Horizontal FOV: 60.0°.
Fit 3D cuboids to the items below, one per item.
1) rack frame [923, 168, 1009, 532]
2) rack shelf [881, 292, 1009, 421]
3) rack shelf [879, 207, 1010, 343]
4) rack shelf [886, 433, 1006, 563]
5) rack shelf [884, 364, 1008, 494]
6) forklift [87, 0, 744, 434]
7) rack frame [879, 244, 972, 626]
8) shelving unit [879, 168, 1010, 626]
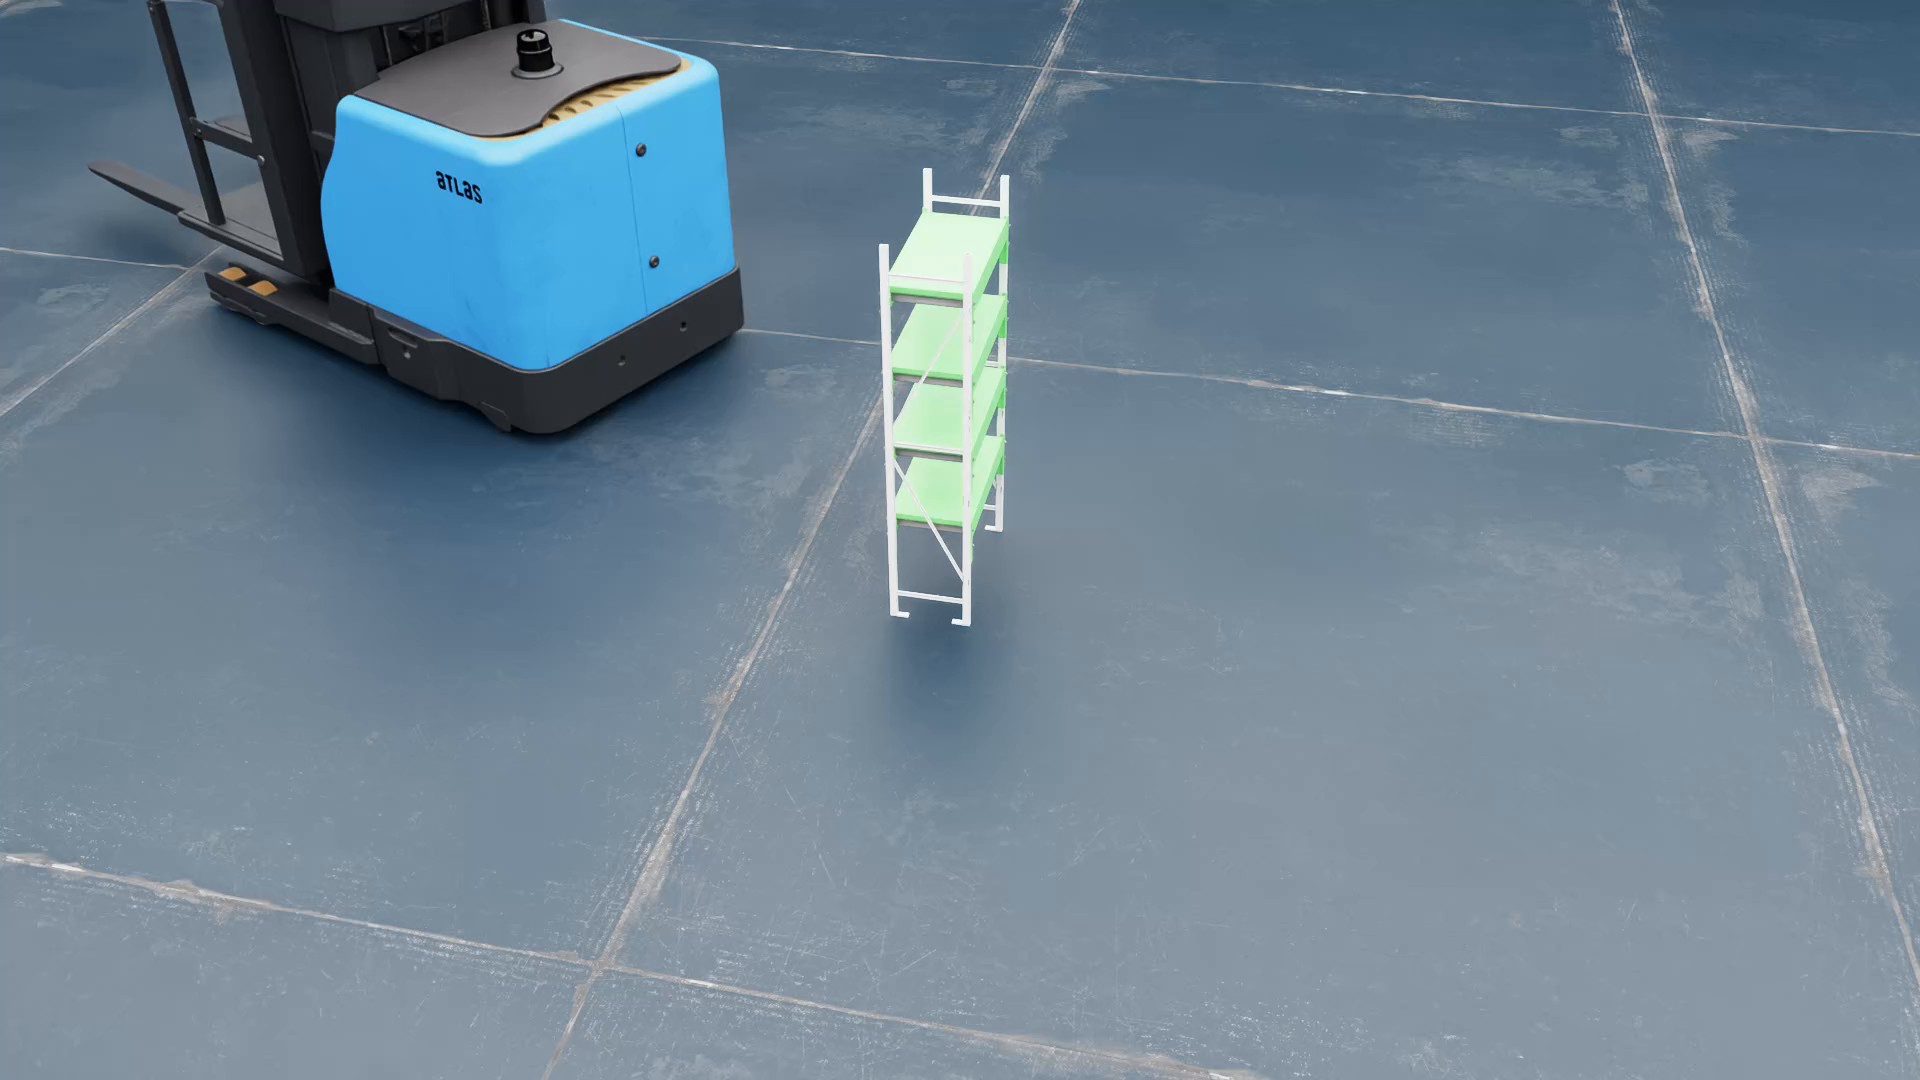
[{"bbox_3d":[0.017,-0.531,4.960,0.240,1.200,0.015,7,37,10],"label":"rack frame"},{"bbox_3d":[-0.035,-0.534,4.664,0.258,0.148,0.480,7,37,10],"label":"rack shelf"},{"bbox_3d":[-0.035,-0.728,4.523,0.258,0.148,0.480,7,37,10],"label":"rack shelf"},{"bbox_3d":[-0.035,-0.145,4.945,0.258,0.148,0.480,7,37,10],"label":"rack shelf"},{"bbox_3d":[-0.035,-0.339,4.804,0.258,0.148,0.480,7,37,10],"label":"rack shelf"},{"bbox_3d":[-2.300,-2.237,5.838,3.031,2.935,1.130,23,42,29],"label":"forklift"},{"bbox_3d":[-0.087,-0.251,4.574,0.240,1.200,0.015,7,37,10],"label":"rack frame"},{"bbox_3d":[-0.035,-0.391,4.767,0.258,1.200,0.503,7,37,10],"label":"shelving unit"}]
